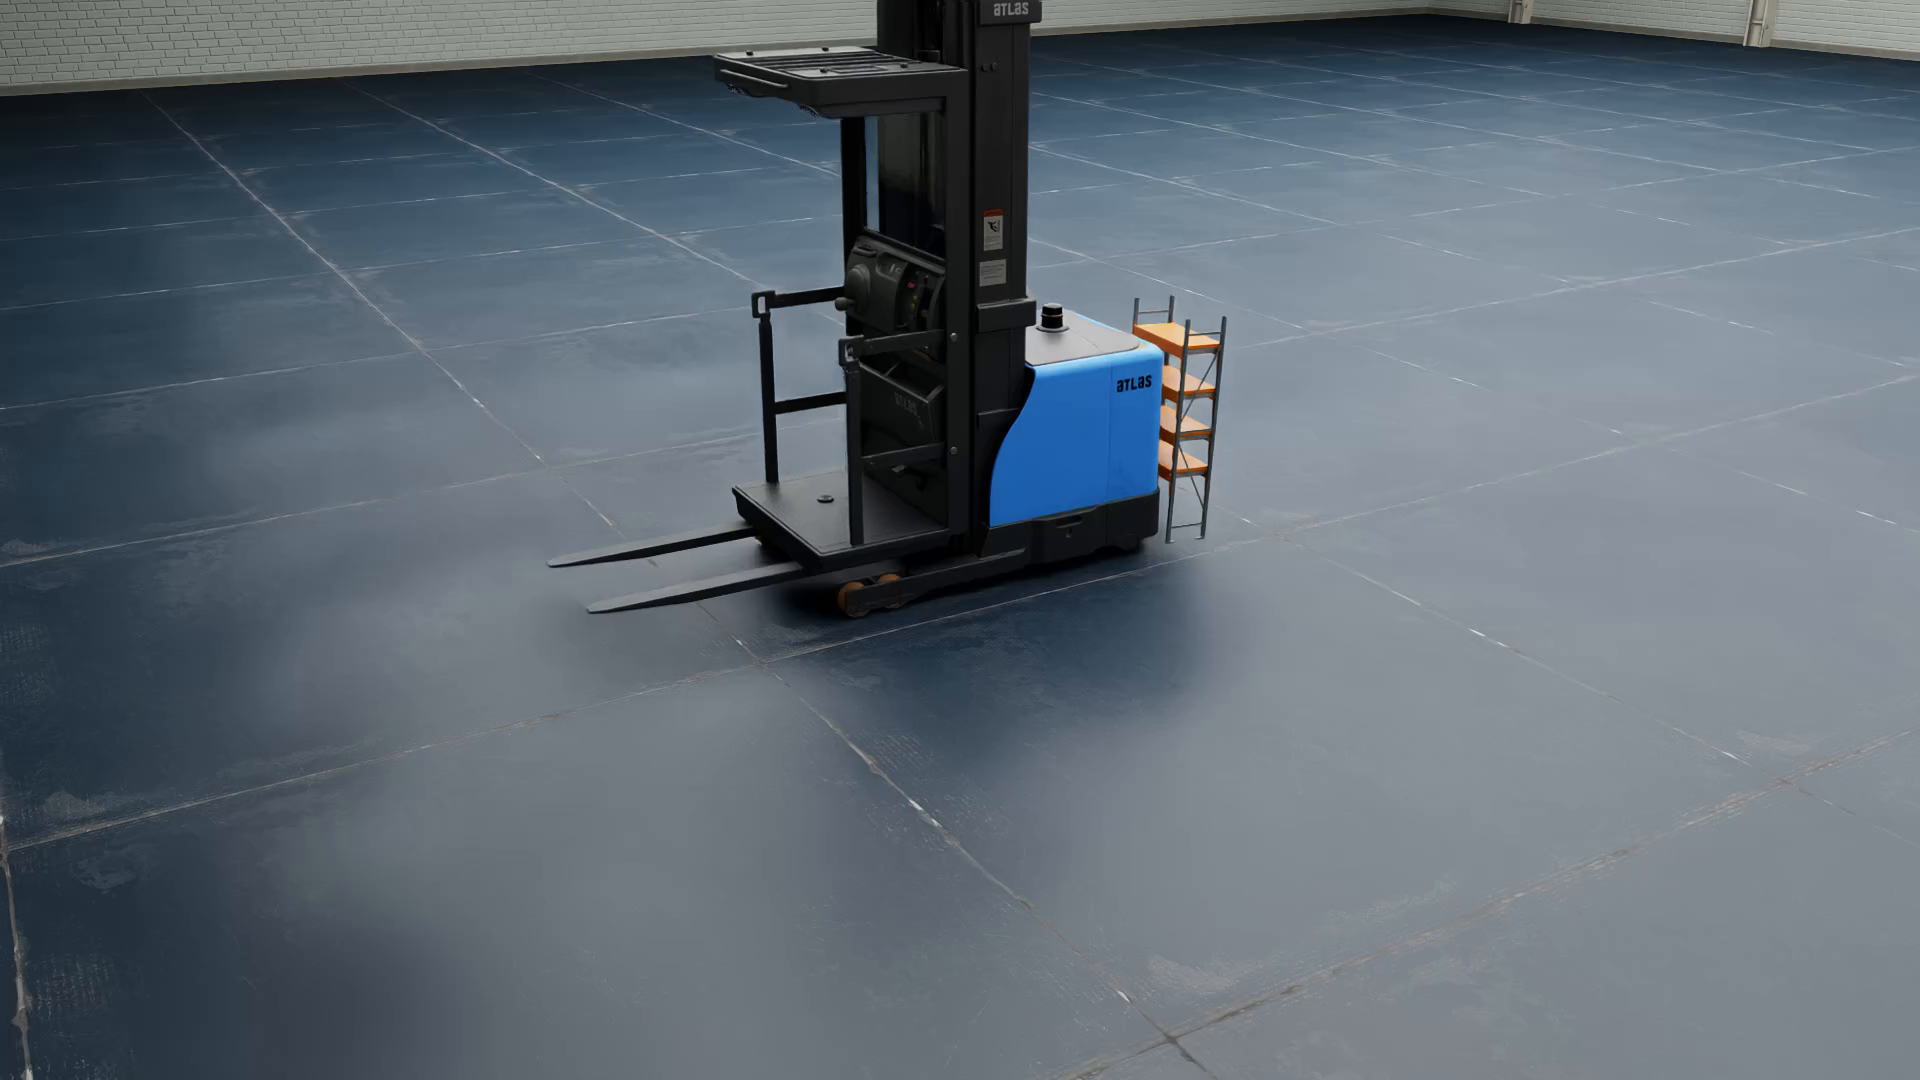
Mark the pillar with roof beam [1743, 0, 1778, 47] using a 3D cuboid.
[{"bbox_3d":[11.981,-13.065,29.005,9.100,9.000,0.400,-13,25,-28],"label":"pillar with roof beam"}]

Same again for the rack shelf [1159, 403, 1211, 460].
[{"bbox_3d":[1.105,-0.577,8.801,0.258,0.148,0.480,-8,23,-25],"label":"rack shelf"}]

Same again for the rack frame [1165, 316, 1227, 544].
[{"bbox_3d":[1.214,-0.557,8.574,0.240,1.200,0.015,-8,23,-25],"label":"rack frame"}]

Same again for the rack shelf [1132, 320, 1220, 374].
[{"bbox_3d":[1.124,-1.007,8.637,0.258,0.148,0.480,-8,23,-25],"label":"rack shelf"}]

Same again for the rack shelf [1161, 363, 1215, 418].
[{"bbox_3d":[1.115,-0.786,8.721,0.258,0.148,0.480,-8,23,-25],"label":"rack shelf"}]

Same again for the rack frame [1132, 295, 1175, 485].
[{"bbox_3d":[1.002,-0.723,8.980,0.240,1.200,0.015,-8,23,-25],"label":"rack frame"}]

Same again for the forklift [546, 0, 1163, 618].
[{"bbox_3d":[-0.499,-1.216,7.910,3.031,2.935,1.130,-12,25,-27],"label":"forklift"}]

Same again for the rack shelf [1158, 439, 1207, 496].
[{"bbox_3d":[1.097,-0.392,8.872,0.258,0.148,0.480,-8,23,-25],"label":"rack shelf"}]

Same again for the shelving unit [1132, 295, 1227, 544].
[{"bbox_3d":[1.108,-0.640,8.777,0.258,1.200,0.503,-8,23,-25],"label":"shelving unit"}]

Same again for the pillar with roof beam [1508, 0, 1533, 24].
[{"bbox_3d":[8.916,-15.008,33.784,9.100,9.000,0.400,-13,25,-28],"label":"pillar with roof beam"}]
